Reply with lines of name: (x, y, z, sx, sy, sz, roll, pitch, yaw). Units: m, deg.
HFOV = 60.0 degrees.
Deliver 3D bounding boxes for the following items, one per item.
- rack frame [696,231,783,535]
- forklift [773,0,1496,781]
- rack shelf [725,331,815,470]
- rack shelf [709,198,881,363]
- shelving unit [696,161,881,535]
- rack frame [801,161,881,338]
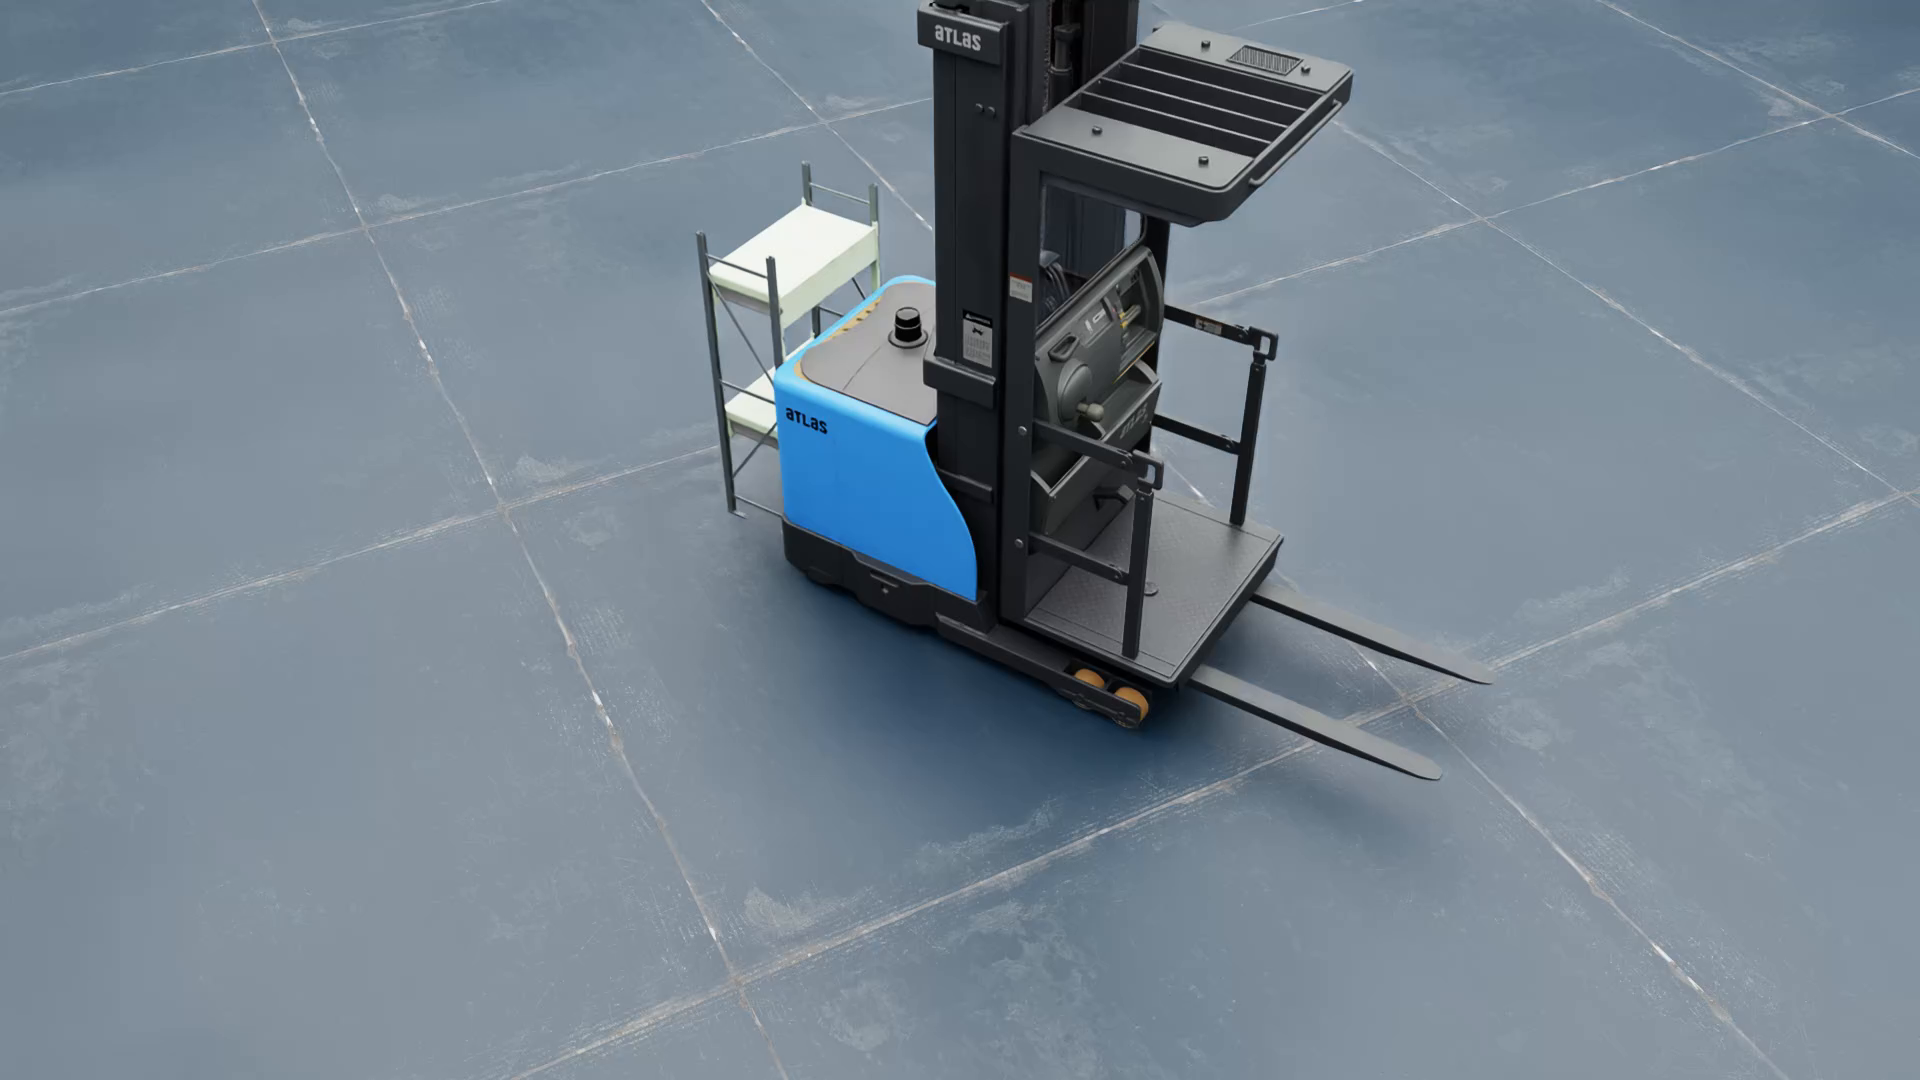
rack frame: (-0.927, -0.644, 7.338, 0.400, 1.500, 0.023, 22, 45, 24)
forklift: (0.721, -0.743, 6.348, 3.031, 2.935, 1.130, 22, 45, 24)
rack shelf: (-0.730, -0.594, 7.784, 0.431, 0.370, 0.720, 22, 45, 24)
rack shelf: (-0.730, -1.141, 7.322, 0.431, 0.370, 0.720, 22, 45, 24)
shelving unit: (-0.730, -0.843, 7.574, 0.431, 1.500, 0.755, 22, 45, 24)
rack frame: (-0.533, -1.042, 7.809, 0.400, 1.500, 0.023, 22, 45, 24)
